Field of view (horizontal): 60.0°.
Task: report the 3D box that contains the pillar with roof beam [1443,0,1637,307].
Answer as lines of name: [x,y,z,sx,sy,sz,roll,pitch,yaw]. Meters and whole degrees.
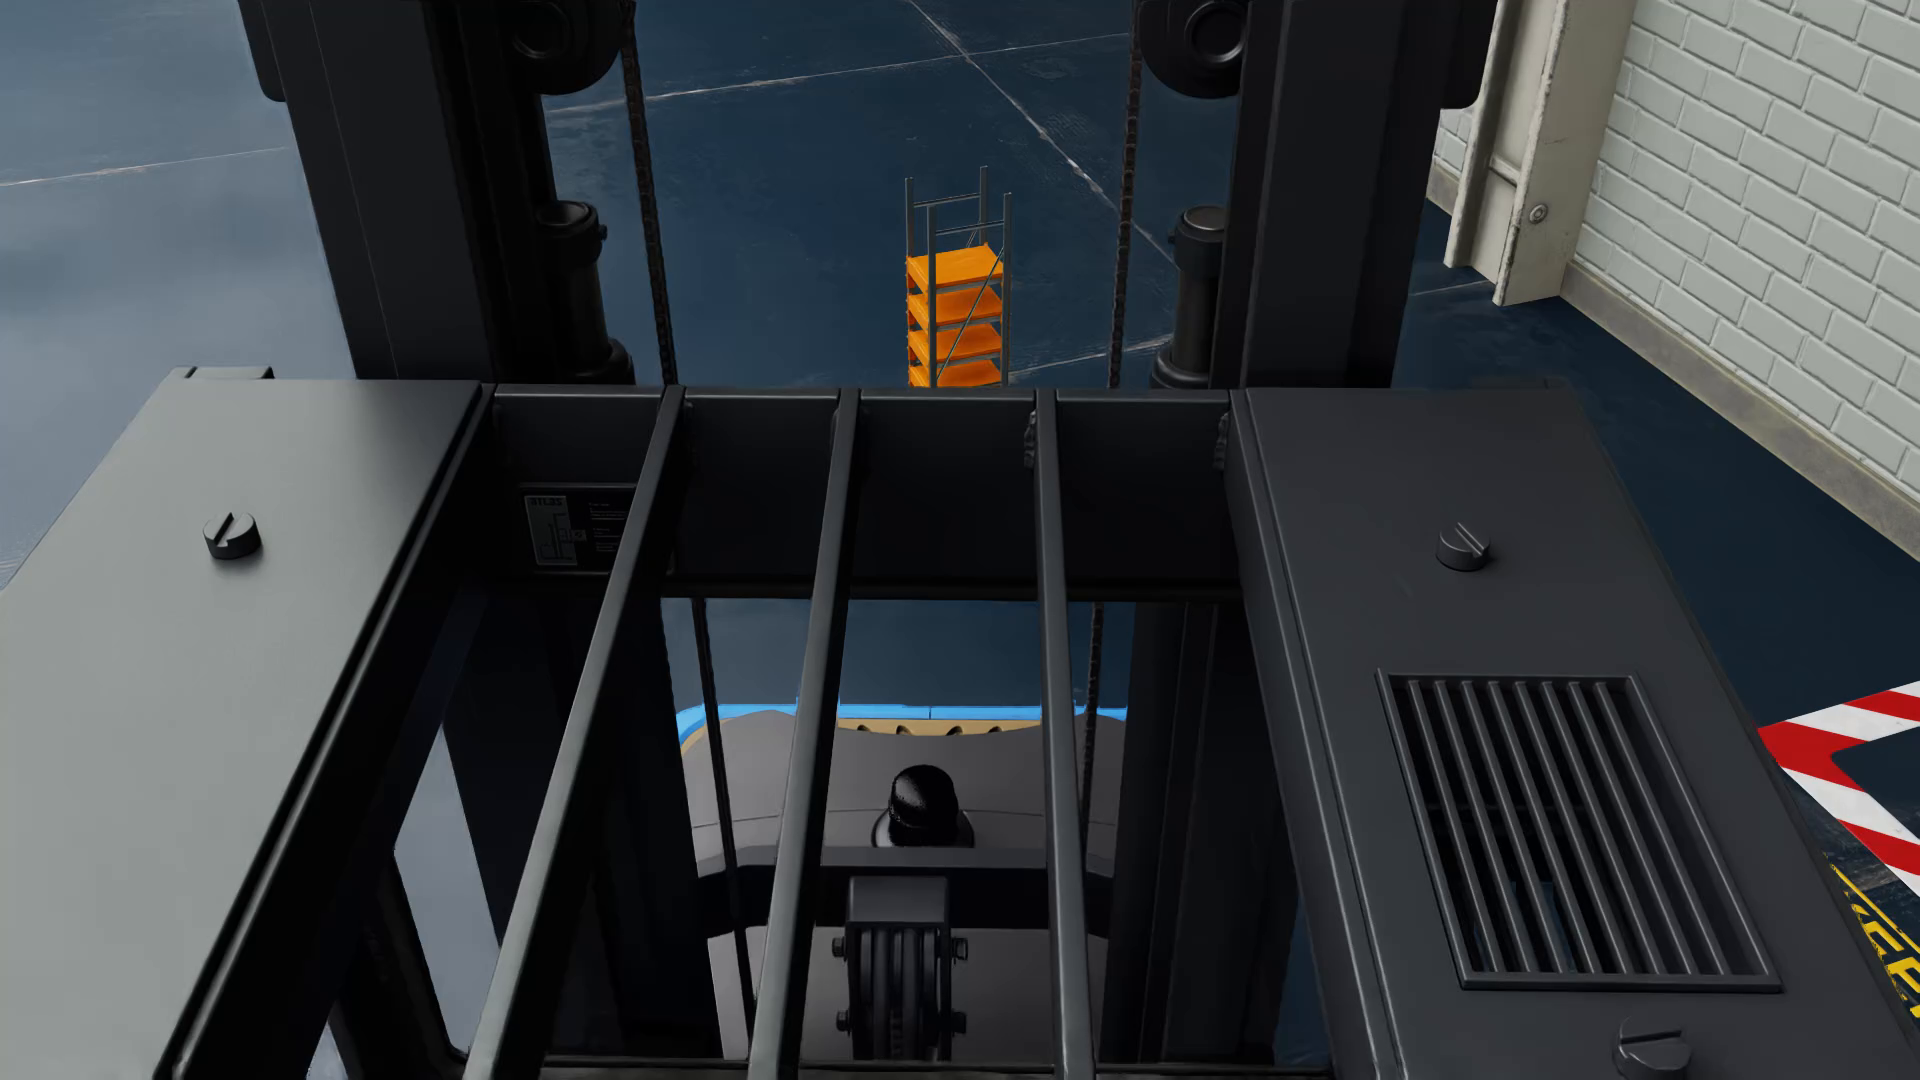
pillar with roof beam: [-1.871,-3.751,2.751,9.100,9.000,0.400,-12,39,-16]

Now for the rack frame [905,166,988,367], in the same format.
rack frame: [-0.036,-0.539,4.968,0.240,1.200,0.006,-12,39,-16]

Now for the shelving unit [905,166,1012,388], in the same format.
shelving unit: [-0.005,-0.487,4.900,0.258,1.200,0.189,-12,39,-16]

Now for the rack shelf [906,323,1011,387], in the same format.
rack shelf: [-0.005,-0.548,4.854,0.258,0.103,0.180,-12,39,-16]

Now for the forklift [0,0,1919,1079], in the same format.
forklift: [-0.077,0.873,1.655,1.130,2.935,3.031,1,37,1]

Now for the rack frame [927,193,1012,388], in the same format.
rack frame: [0.026,-0.436,4.831,0.240,1.200,0.006,-12,39,-16]

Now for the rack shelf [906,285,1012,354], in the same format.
rack shelf: [-0.005,-0.644,4.782,0.258,0.103,0.180,-12,39,-16]

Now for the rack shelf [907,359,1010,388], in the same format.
rack shelf: [-0.005,-0.452,4.927,0.258,0.103,0.180,-12,39,-16]

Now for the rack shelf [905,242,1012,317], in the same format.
rack shelf: [-0.005,-0.739,4.710,0.258,0.103,0.180,-12,39,-16]
